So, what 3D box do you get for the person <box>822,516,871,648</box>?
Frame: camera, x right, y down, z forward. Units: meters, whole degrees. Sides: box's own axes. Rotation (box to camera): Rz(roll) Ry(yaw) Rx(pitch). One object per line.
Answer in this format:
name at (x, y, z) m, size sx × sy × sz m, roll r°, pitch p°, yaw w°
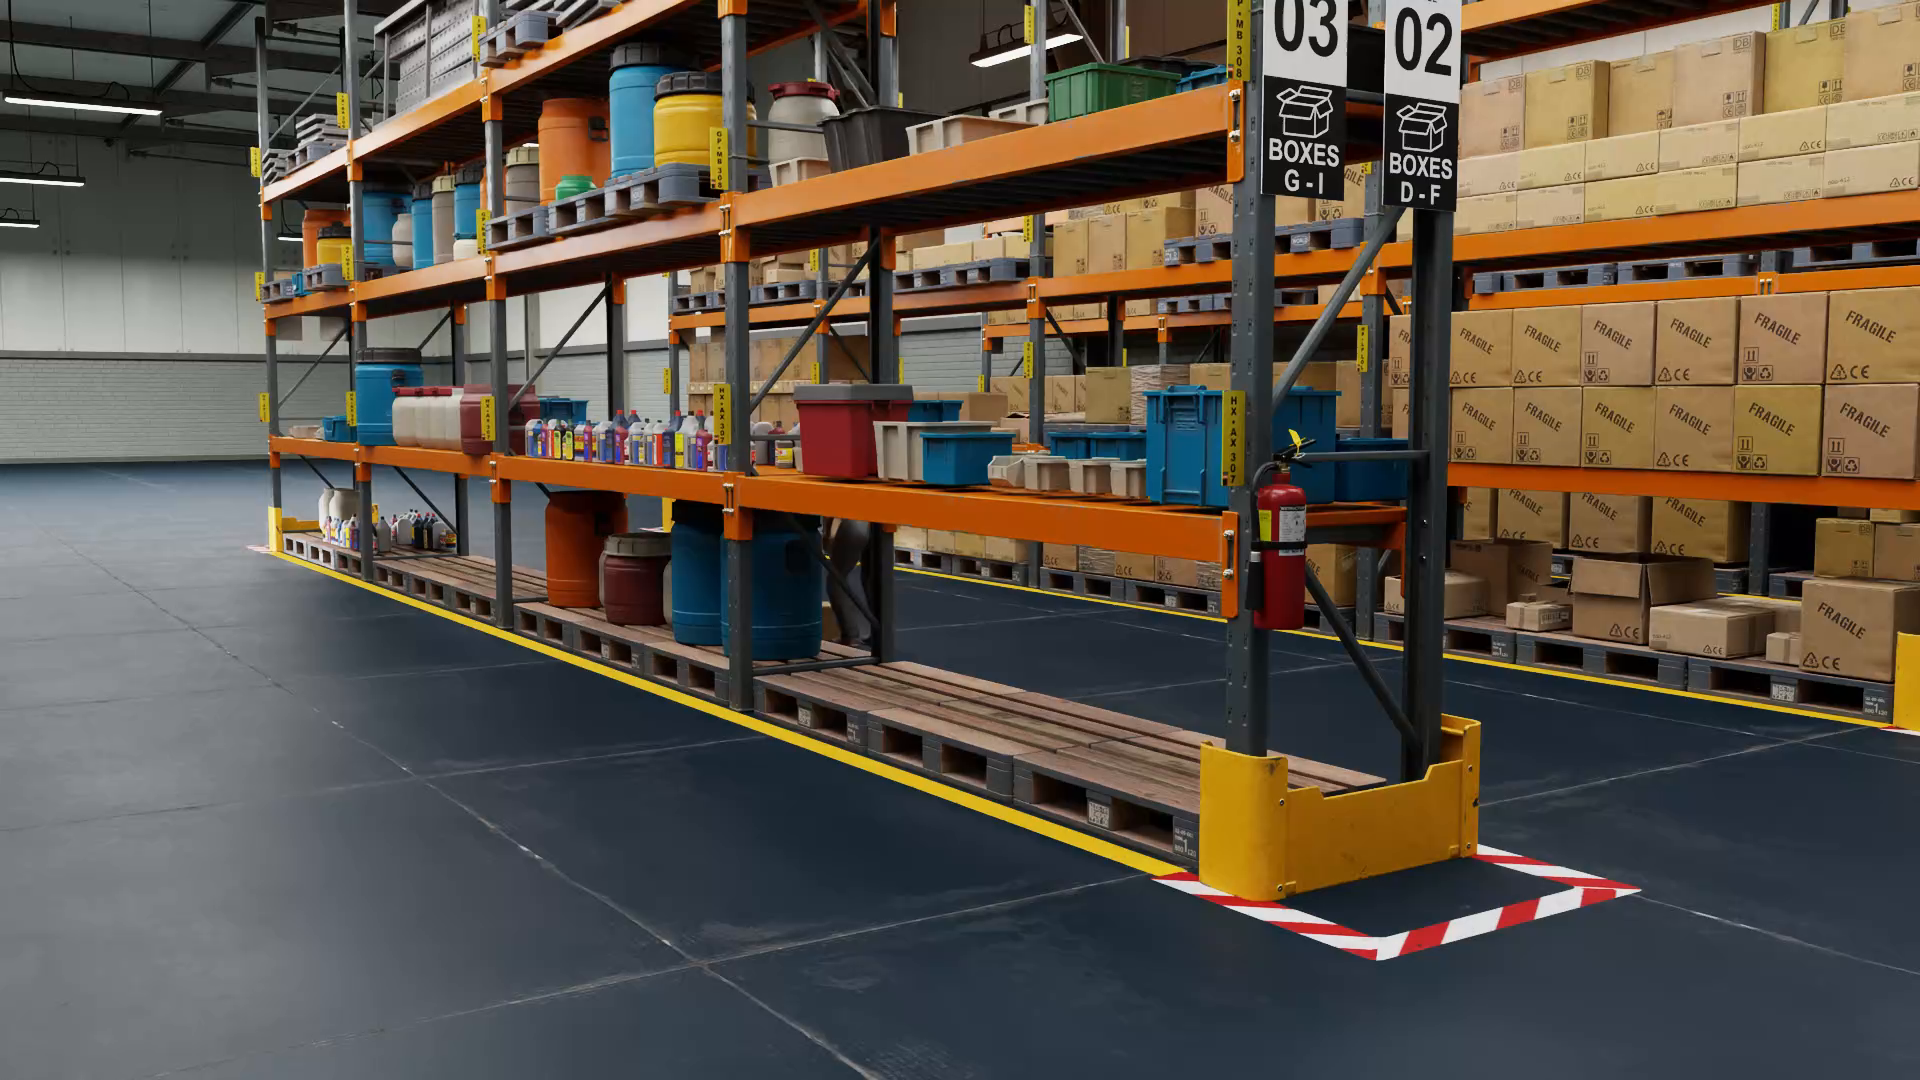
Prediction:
person at (-0.727, -0.037, 11.554) m, size 0.465 × 1.588 × 0.411 m, roll -3°, pitch 6°, yaw -33°
